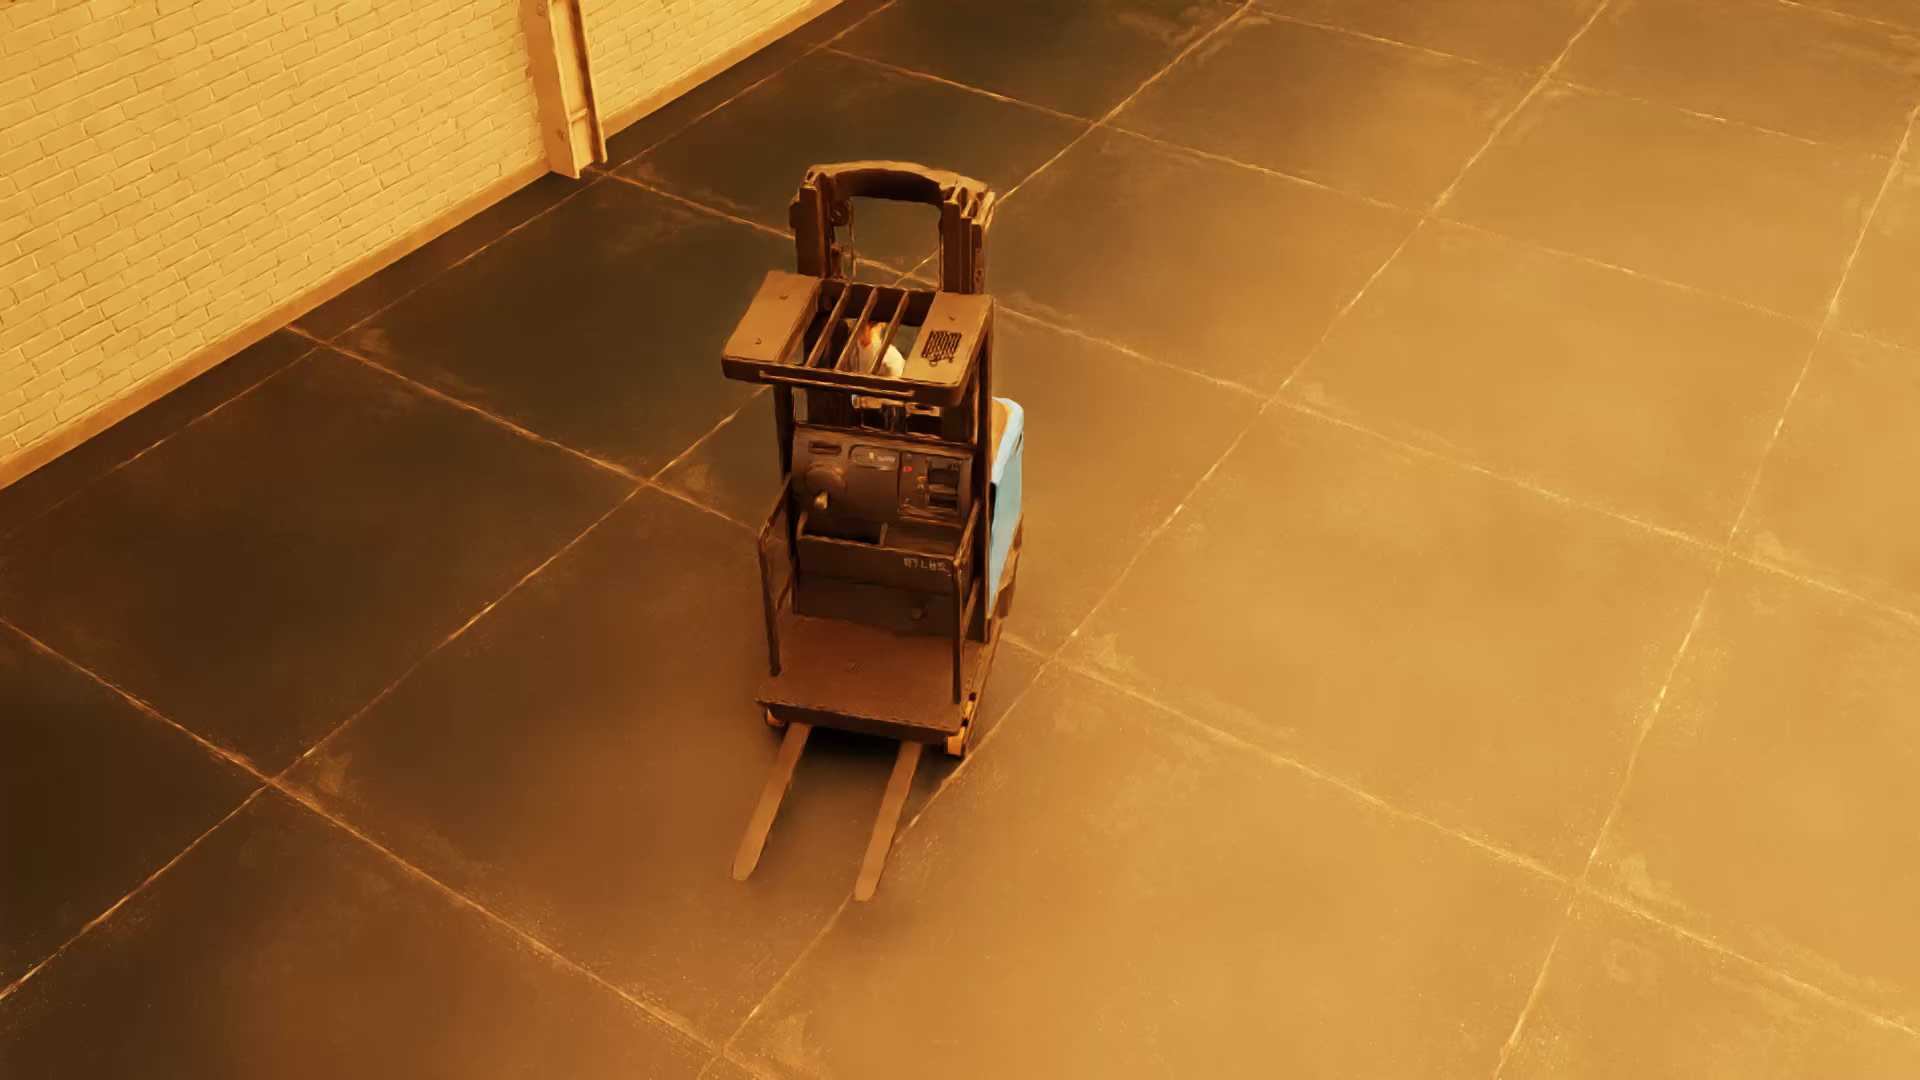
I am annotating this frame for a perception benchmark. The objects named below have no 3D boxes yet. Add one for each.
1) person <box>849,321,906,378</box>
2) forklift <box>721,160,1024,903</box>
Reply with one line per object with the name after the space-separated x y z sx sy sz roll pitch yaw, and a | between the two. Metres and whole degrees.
-0.489 -0.837 10.058 0.860 1.550 0.687 26 47 28 | person
-0.439 -0.237 8.246 1.130 2.935 3.031 8 41 9 | forklift
